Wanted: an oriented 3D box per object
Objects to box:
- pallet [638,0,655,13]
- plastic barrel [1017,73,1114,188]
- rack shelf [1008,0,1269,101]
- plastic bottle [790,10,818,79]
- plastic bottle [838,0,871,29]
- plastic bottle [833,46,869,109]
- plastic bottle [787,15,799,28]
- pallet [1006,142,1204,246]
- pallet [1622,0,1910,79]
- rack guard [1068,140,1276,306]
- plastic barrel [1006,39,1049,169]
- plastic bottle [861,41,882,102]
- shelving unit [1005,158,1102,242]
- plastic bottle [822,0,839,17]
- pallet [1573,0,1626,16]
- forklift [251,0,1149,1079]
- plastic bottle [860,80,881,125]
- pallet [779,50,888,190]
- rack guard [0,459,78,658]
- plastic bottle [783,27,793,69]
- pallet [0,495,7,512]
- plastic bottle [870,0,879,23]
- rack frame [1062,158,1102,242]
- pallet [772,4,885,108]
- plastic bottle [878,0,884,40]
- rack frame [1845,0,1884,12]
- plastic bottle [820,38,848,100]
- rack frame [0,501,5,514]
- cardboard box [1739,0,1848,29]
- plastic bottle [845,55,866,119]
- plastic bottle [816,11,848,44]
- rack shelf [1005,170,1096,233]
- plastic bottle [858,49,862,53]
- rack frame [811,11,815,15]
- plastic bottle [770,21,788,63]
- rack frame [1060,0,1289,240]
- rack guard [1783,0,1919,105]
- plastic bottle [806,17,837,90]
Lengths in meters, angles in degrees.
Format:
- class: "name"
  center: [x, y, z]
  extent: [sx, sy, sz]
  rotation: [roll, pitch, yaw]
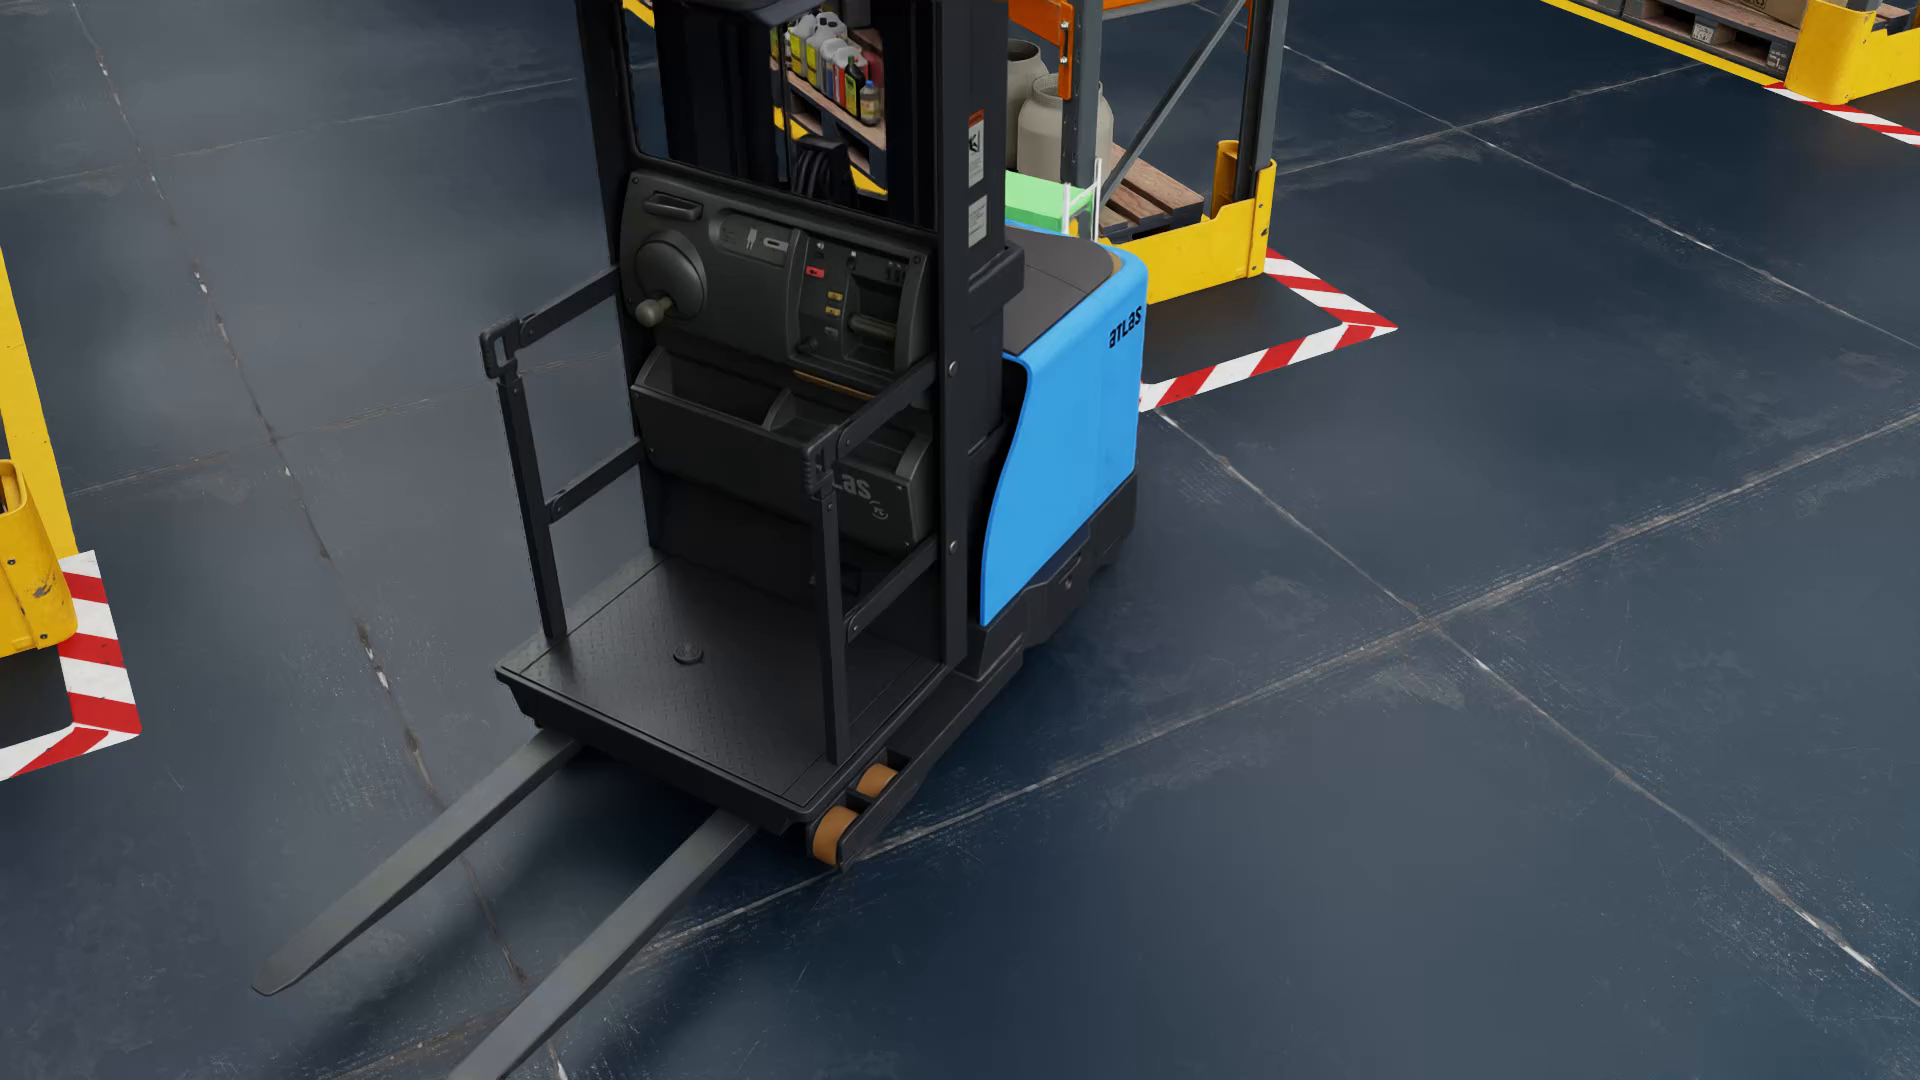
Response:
- class: "pallet"
  center: [-1.574, -3.597, 10.496]
  extent: [1.003, 0.211, 1.213]
  rotation: [-19, 40, -24]
- class: "plastic barrel"
  center: [0.467, -1.772, 7.386]
  extent: [0.421, 0.512, 0.421]
  rotation: [0, 36, 0]
- class: "rack shelf"
  center: [-0.142, -3.024, 7.957]
  extent: [1.077, 0.370, 4.000]
  rotation: [-19, 40, -24]
- class: "plastic bottle"
  center: [-0.791, -2.594, 8.632]
  extent: [0.144, 0.351, 0.185]
  rotation: [-19, 40, -24]
- class: "plastic bottle"
  center: [-0.593, -3.014, 9.270]
  extent: [0.152, 0.276, 0.135]
  rotation: [-19, 40, -24]
- class: "plastic bottle"
  center: [-0.541, -2.315, 8.313]
  extent: [0.152, 0.276, 0.135]
  rotation: [-19, 40, -24]
- class: "plastic bottle"
  center: [-0.899, -2.715, 8.865]
  extent: [0.097, 0.271, 0.097]
  rotation: [0, 36, 0]
- class: "pallet"
  center: [0.381, -1.609, 7.774]
  extent: [1.003, 0.211, 1.213]
  rotation: [-19, 40, -24]
- class: "pallet"
  center: [4.730, -3.099, 9.815]
  extent: [1.003, 0.211, 1.213]
  rotation: [-19, 40, -24]
- class: "rack guard"
  center: [0.784, -1.310, 7.119]
  extent: [1.175, 0.500, 0.348]
  rotation: [-19, 40, -24]
- class: "plastic barrel"
  center: [0.215, -2.028, 7.736]
  extent: [0.421, 0.512, 0.421]
  rotation: [0, 36, 0]
- class: "plastic bottle"
  center: [-0.450, -2.350, 8.355]
  extent: [0.061, 0.283, 0.133]
  rotation: [-19, 40, -24]
- class: "shelving unit"
  center: [0.185, -0.772, 5.789]
  extent: [0.503, 1.200, 0.258]
  rotation: [20, 40, 25]
- class: "plastic bottle"
  center: [-0.698, -3.156, 9.401]
  extent: [0.144, 0.351, 0.185]
  rotation: [-19, 40, -24]
- class: "pallet"
  center: [4.121, -3.721, 10.665]
  extent: [1.003, 0.211, 1.213]
  rotation: [-19, 40, -24]
- class: "forklift"
  center: [-0.601, -0.607, 4.097]
  extent: [1.130, 2.935, 3.031]
  rotation: [20, 41, 25]
- class: "plastic bottle"
  center: [-0.438, -2.149, 8.148]
  extent: [0.097, 0.201, 0.097]
  rotation: [0, 36, 0]
- class: "pallet"
  center: [-0.228, -2.230, 8.625]
  extent: [1.003, 0.211, 1.213]
  rotation: [-19, 40, -24]
- class: "rack guard"
  center: [-3.409, 0.193, 5.062]
  extent: [1.175, 0.500, 0.348]
  rotation: [-19, 40, -24]
- class: "plastic bottle"
  center: [-0.883, -2.600, 8.766]
  extent: [0.097, 0.201, 0.097]
  rotation: [0, 36, 0]
- class: "pallet"
  center: [-3.842, -0.080, 5.680]
  extent: [1.003, 0.211, 1.213]
  rotation: [-19, 40, -24]
- class: "plastic bottle"
  center: [-0.477, -3.101, 9.326]
  extent: [0.144, 0.351, 0.185]
  rotation: [-21, 41, -26]
- class: "rack frame"
  center: [0.394, -0.697, 5.688]
  extent: [0.015, 1.200, 0.240]
  rotation: [20, 40, 25]
- class: "pallet"
  center: [-0.845, -2.853, 9.478]
  extent: [1.003, 0.211, 1.213]
  rotation: [-19, 40, -24]
- class: "plastic bottle"
  center: [-0.391, -2.866, 9.061]
  extent: [0.061, 0.283, 0.133]
  rotation: [-19, 40, -24]
- class: "rack frame"
  center: [5.146, -3.762, 8.358]
  extent: [1.000, 3.000, 0.127]
  rotation: [-19, 40, -24]
- class: "plastic bottle"
  center: [-0.611, -2.386, 8.410]
  extent: [0.152, 0.276, 0.135]
  rotation: [-20, 41, -25]
- class: "rack frame"
  center: [-3.421, -0.828, 4.341]
  extent: [1.000, 3.000, 0.127]
  rotation: [-19, 40, -24]
- class: "cardboard box"
  center: [4.846, -3.246, 9.414]
  extent: [0.500, 0.500, 0.500]
  rotation: [-12, 38, -16]
- class: "plastic bottle"
  center: [-0.513, -2.236, 8.198]
  extent: [0.061, 0.283, 0.133]
  rotation: [-18, 40, -23]
- class: "plastic bottle"
  center: [-0.676, -2.621, 8.732]
  extent: [0.152, 0.276, 0.135]
  rotation: [-19, 40, -24]
- class: "rack shelf"
  center: [0.185, -1.108, 5.544]
  extent: [0.480, 0.148, 0.258]
  rotation: [20, 40, 25]
- class: "plastic bottle"
  center: [-0.513, -2.402, 8.496]
  extent: [0.097, 0.201, 0.097]
  rotation: [0, 36, 0]
- class: "rack frame"
  center: [-1.146, -4.334, 9.141]
  extent: [1.000, 3.000, 0.127]
  rotation: [-19, 40, -24]
- class: "plastic bottle"
  center: [-0.958, -2.687, 8.816]
  extent: [0.061, 0.283, 0.133]
  rotation: [-17, 39, -22]
- class: "rack frame"
  center: [0.863, -2.294, 6.348]
  extent: [1.000, 3.000, 0.127]
  rotation: [-19, 40, -24]
- class: "rack guard"
  center: [5.108, -2.791, 9.148]
  extent: [1.175, 0.500, 0.348]
  rotation: [-19, 40, -24]
- class: "plastic bottle"
  center: [-0.698, -2.500, 8.502]
  extent: [0.144, 0.351, 0.185]
  rotation: [-17, 40, -22]
